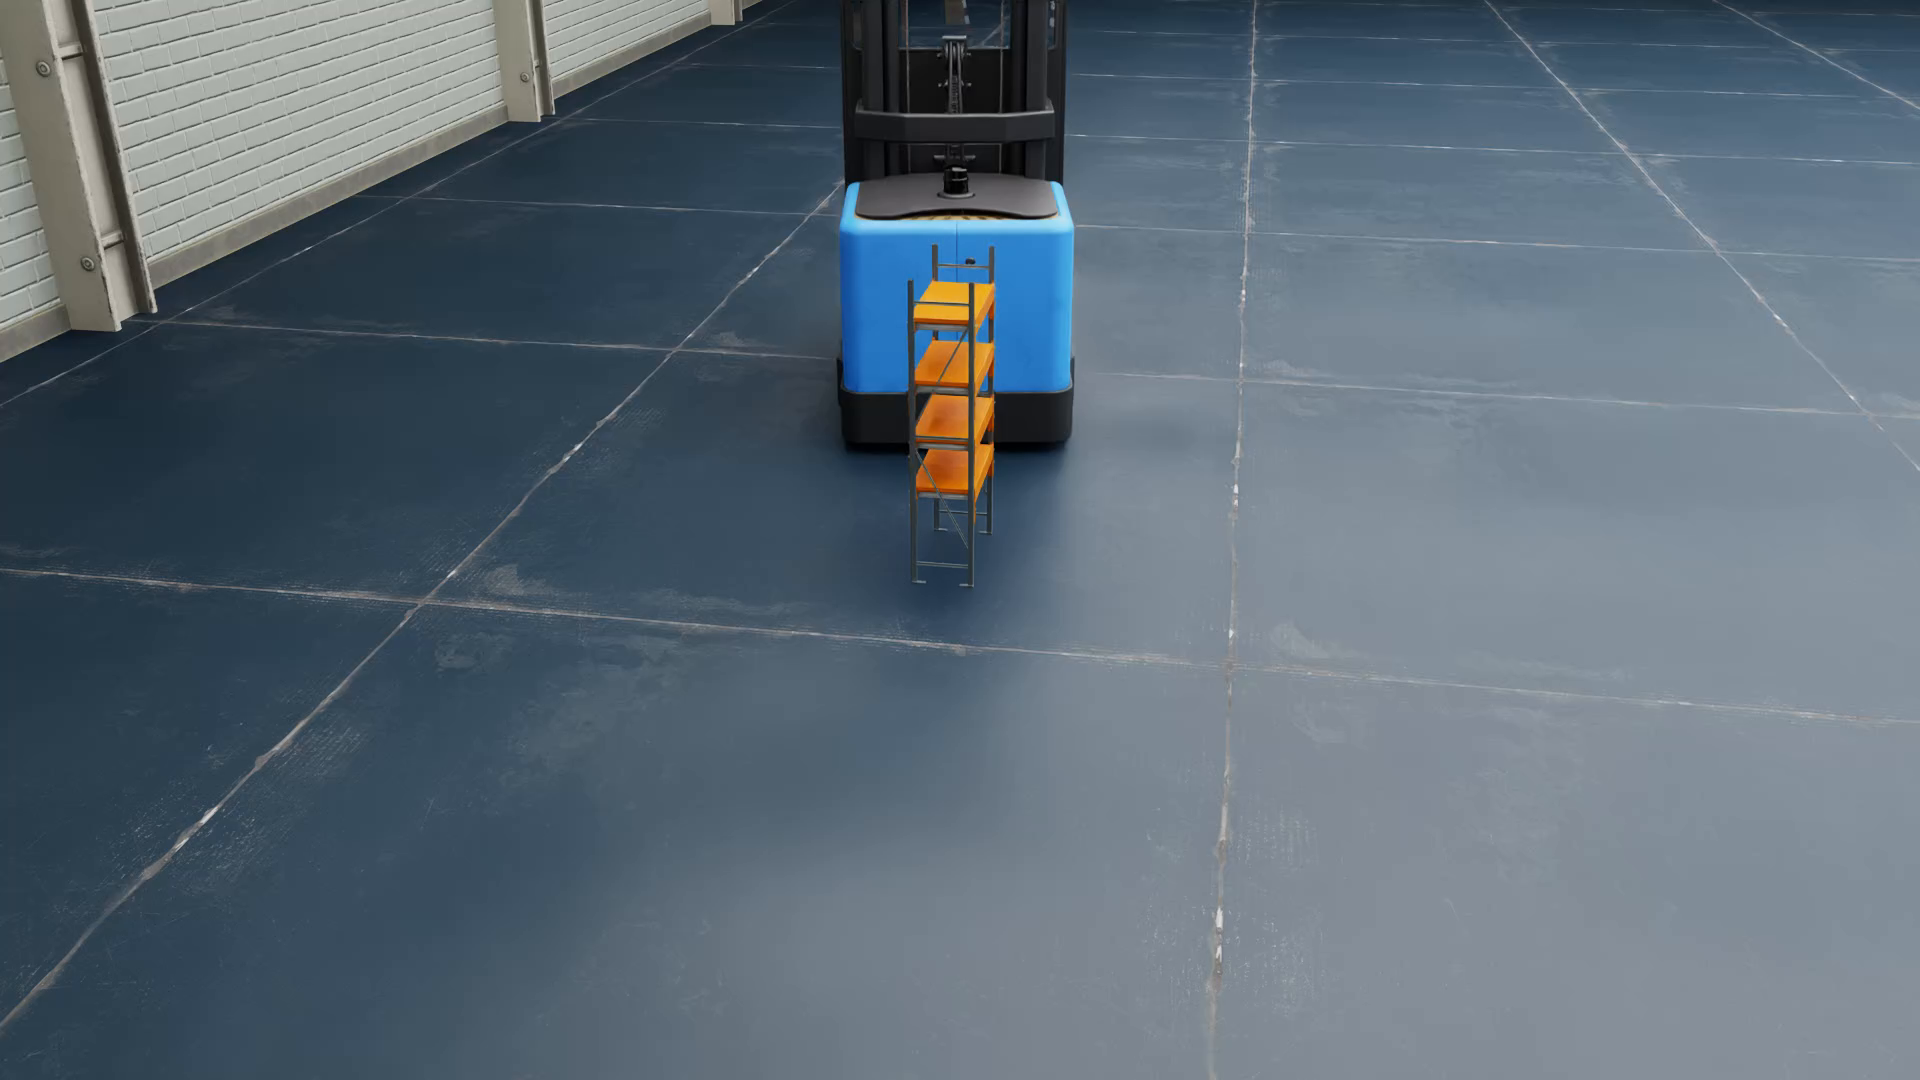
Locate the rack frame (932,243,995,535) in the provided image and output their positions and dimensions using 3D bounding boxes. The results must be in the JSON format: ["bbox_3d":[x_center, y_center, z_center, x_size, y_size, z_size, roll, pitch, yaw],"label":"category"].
[{"bbox_3d":[0.013,-0.576,6.566,0.240,1.200,0.015,4,25,9],"label":"rack frame"}]

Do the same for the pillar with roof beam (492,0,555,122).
[{"bbox_3d":[0.430,-7.535,12.233,9.100,9.000,0.400,4,25,9],"label":"pillar with roof beam"}]

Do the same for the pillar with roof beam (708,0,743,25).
[{"bbox_3d":[1.410,-10.045,17.594,9.100,9.000,0.400,4,25,9],"label":"pillar with roof beam"}]

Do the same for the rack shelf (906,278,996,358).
[{"bbox_3d":[-0.027,-0.830,6.181,0.258,0.148,0.480,4,25,9],"label":"rack shelf"}]

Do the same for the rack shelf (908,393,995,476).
[{"bbox_3d":[-0.027,-0.413,6.376,0.258,0.148,0.480,4,25,9],"label":"rack shelf"}]

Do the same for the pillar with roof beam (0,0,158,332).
[{"bbox_3d":[-0.551,-5.026,6.872,9.100,9.000,0.400,4,25,9],"label":"pillar with roof beam"}]

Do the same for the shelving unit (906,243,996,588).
[{"bbox_3d":[-0.027,-0.474,6.348,0.258,1.200,0.503,4,25,9],"label":"shelving unit"}]

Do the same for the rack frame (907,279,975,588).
[{"bbox_3d":[-0.067,-0.372,6.130,0.240,1.200,0.015,4,25,9],"label":"rack frame"}]

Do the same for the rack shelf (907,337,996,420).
[{"bbox_3d":[-0.027,-0.616,6.281,0.258,0.148,0.480,4,25,9],"label":"rack shelf"}]

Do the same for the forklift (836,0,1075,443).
[{"bbox_3d":[-0.034,-2.344,8.300,1.130,2.935,3.031,0,25,-1],"label":"forklift"}]

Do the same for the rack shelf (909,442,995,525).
[{"bbox_3d":[-0.027,-0.233,6.460,0.258,0.148,0.480,4,25,9],"label":"rack shelf"}]
